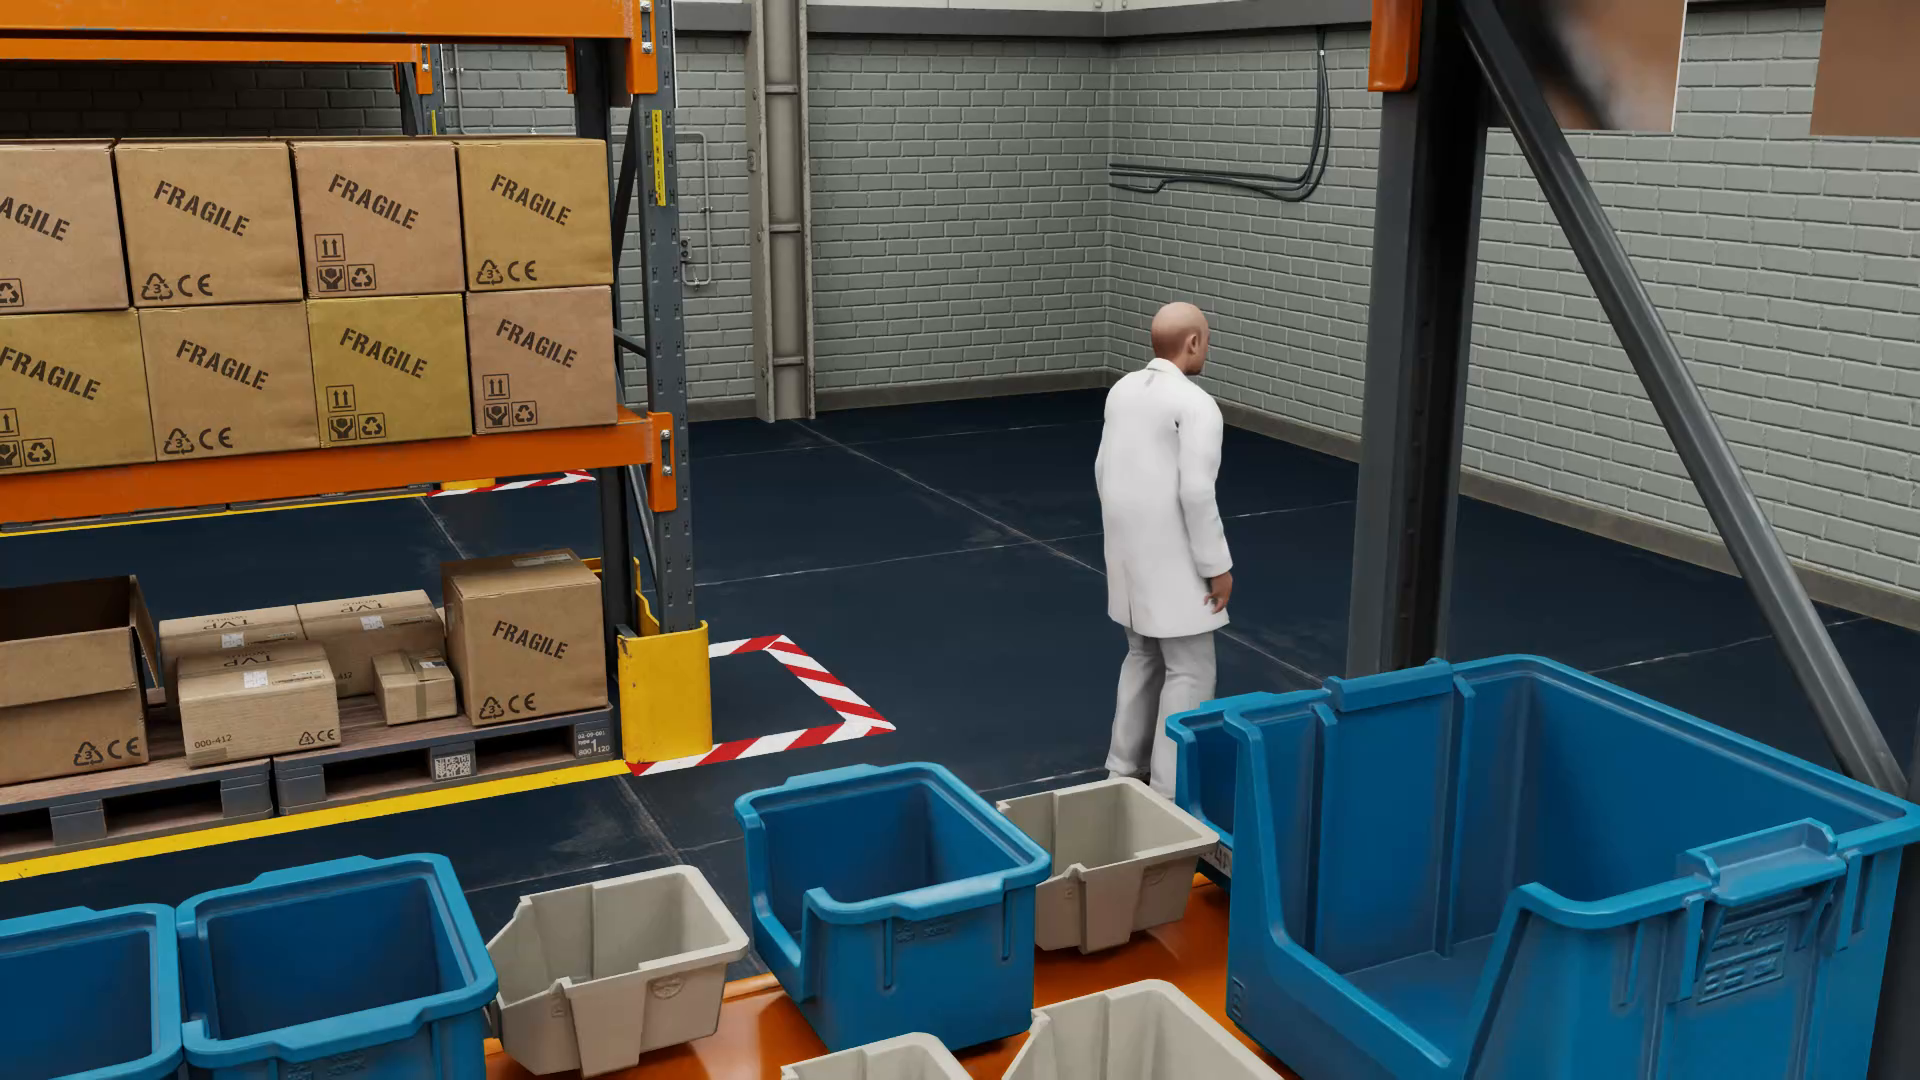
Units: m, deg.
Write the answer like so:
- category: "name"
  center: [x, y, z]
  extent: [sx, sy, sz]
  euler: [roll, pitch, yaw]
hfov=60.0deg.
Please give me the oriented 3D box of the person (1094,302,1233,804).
- category: "person"
  center: [0.717, 0.061, 5.820]
  extent: [0.429, 1.772, 0.649]
  euler: [-8, 17, -28]
